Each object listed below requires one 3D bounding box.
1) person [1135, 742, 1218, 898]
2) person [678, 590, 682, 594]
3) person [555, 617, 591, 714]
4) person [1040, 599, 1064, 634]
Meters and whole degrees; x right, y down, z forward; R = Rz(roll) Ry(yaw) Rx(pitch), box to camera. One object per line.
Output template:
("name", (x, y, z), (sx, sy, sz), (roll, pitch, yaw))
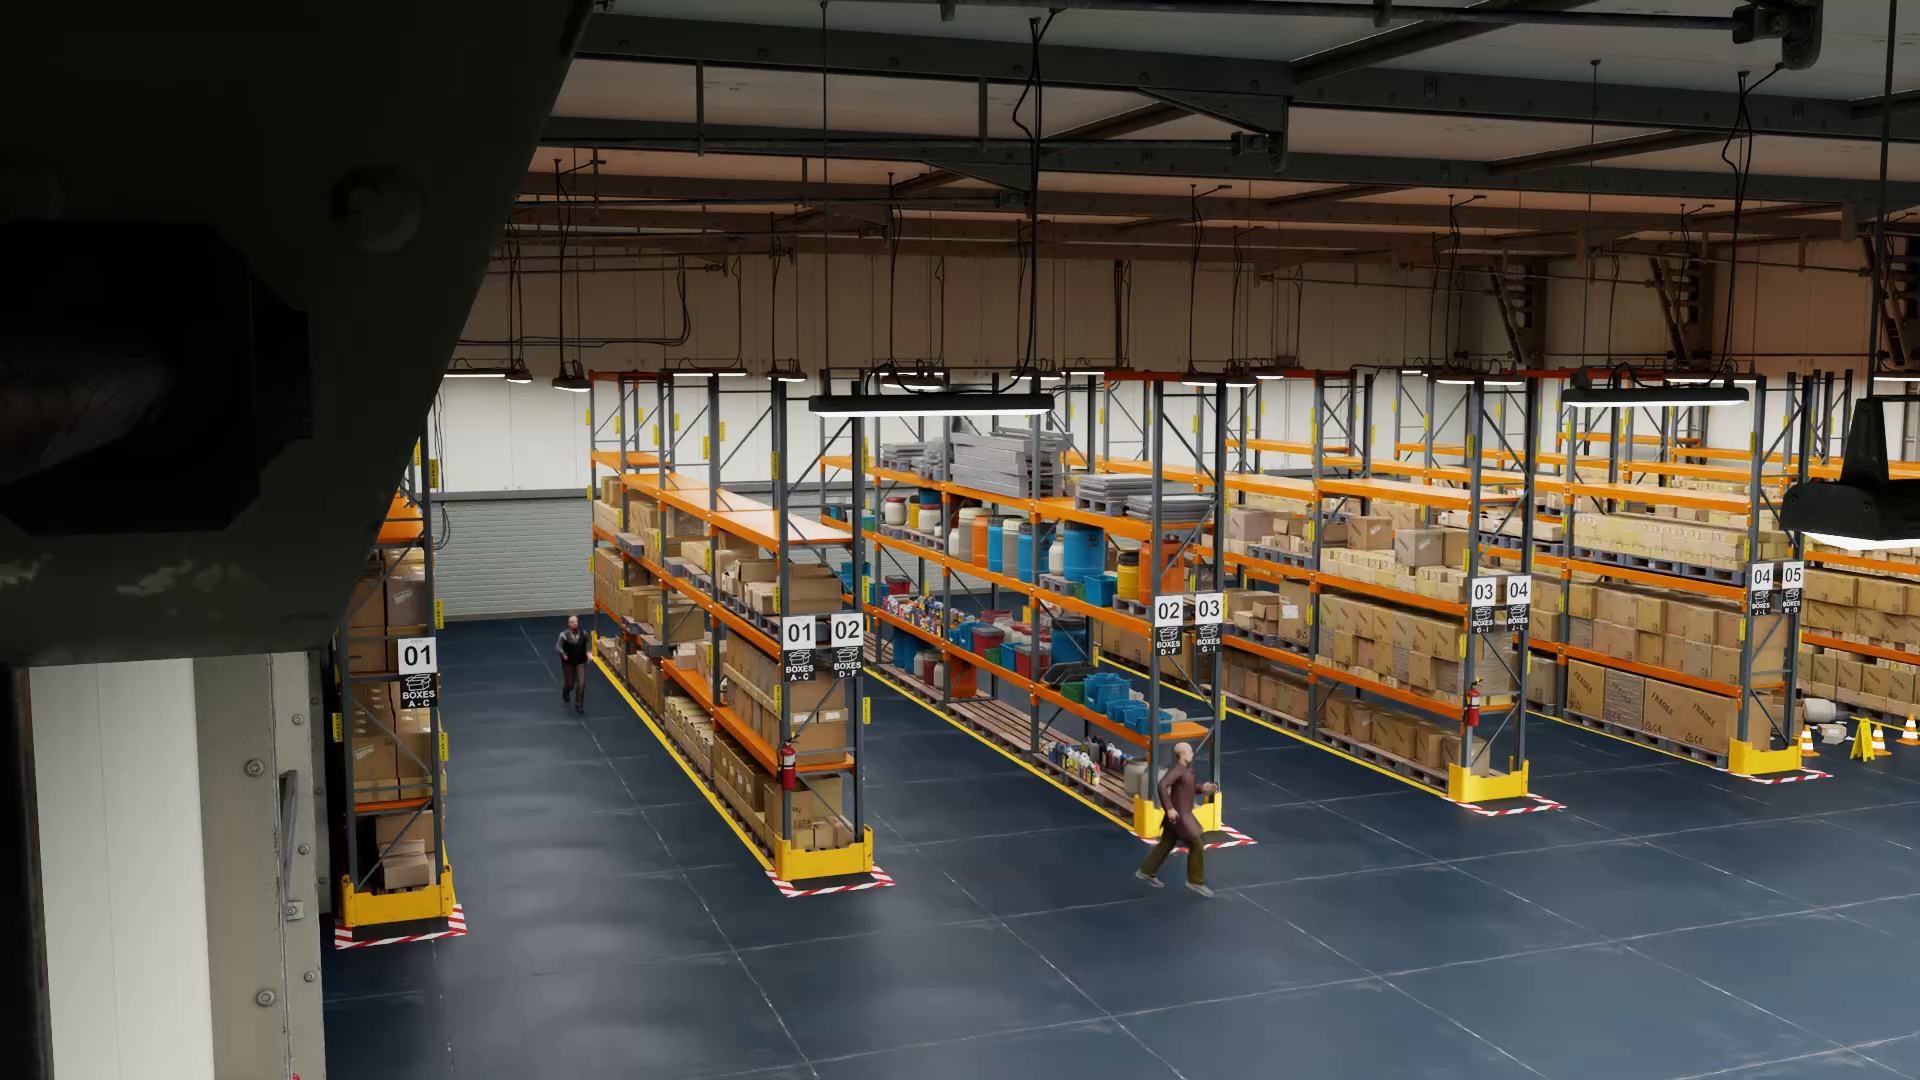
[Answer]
("person", (2.535, 3.267, 19.463), (0.955, 1.835, 0.672), (0, 6, 1))
("person", (-6.246, 1.436, 36.655), (0.574, 1.622, 0.586), (5, 8, 40))
("person", (-6.876, 2.189, 29.594), (0.650, 1.702, 0.876), (-3, 7, -25))
("person", (1.715, 1.670, 31.883), (0.649, 1.865, 0.919), (-3, 7, -24))
